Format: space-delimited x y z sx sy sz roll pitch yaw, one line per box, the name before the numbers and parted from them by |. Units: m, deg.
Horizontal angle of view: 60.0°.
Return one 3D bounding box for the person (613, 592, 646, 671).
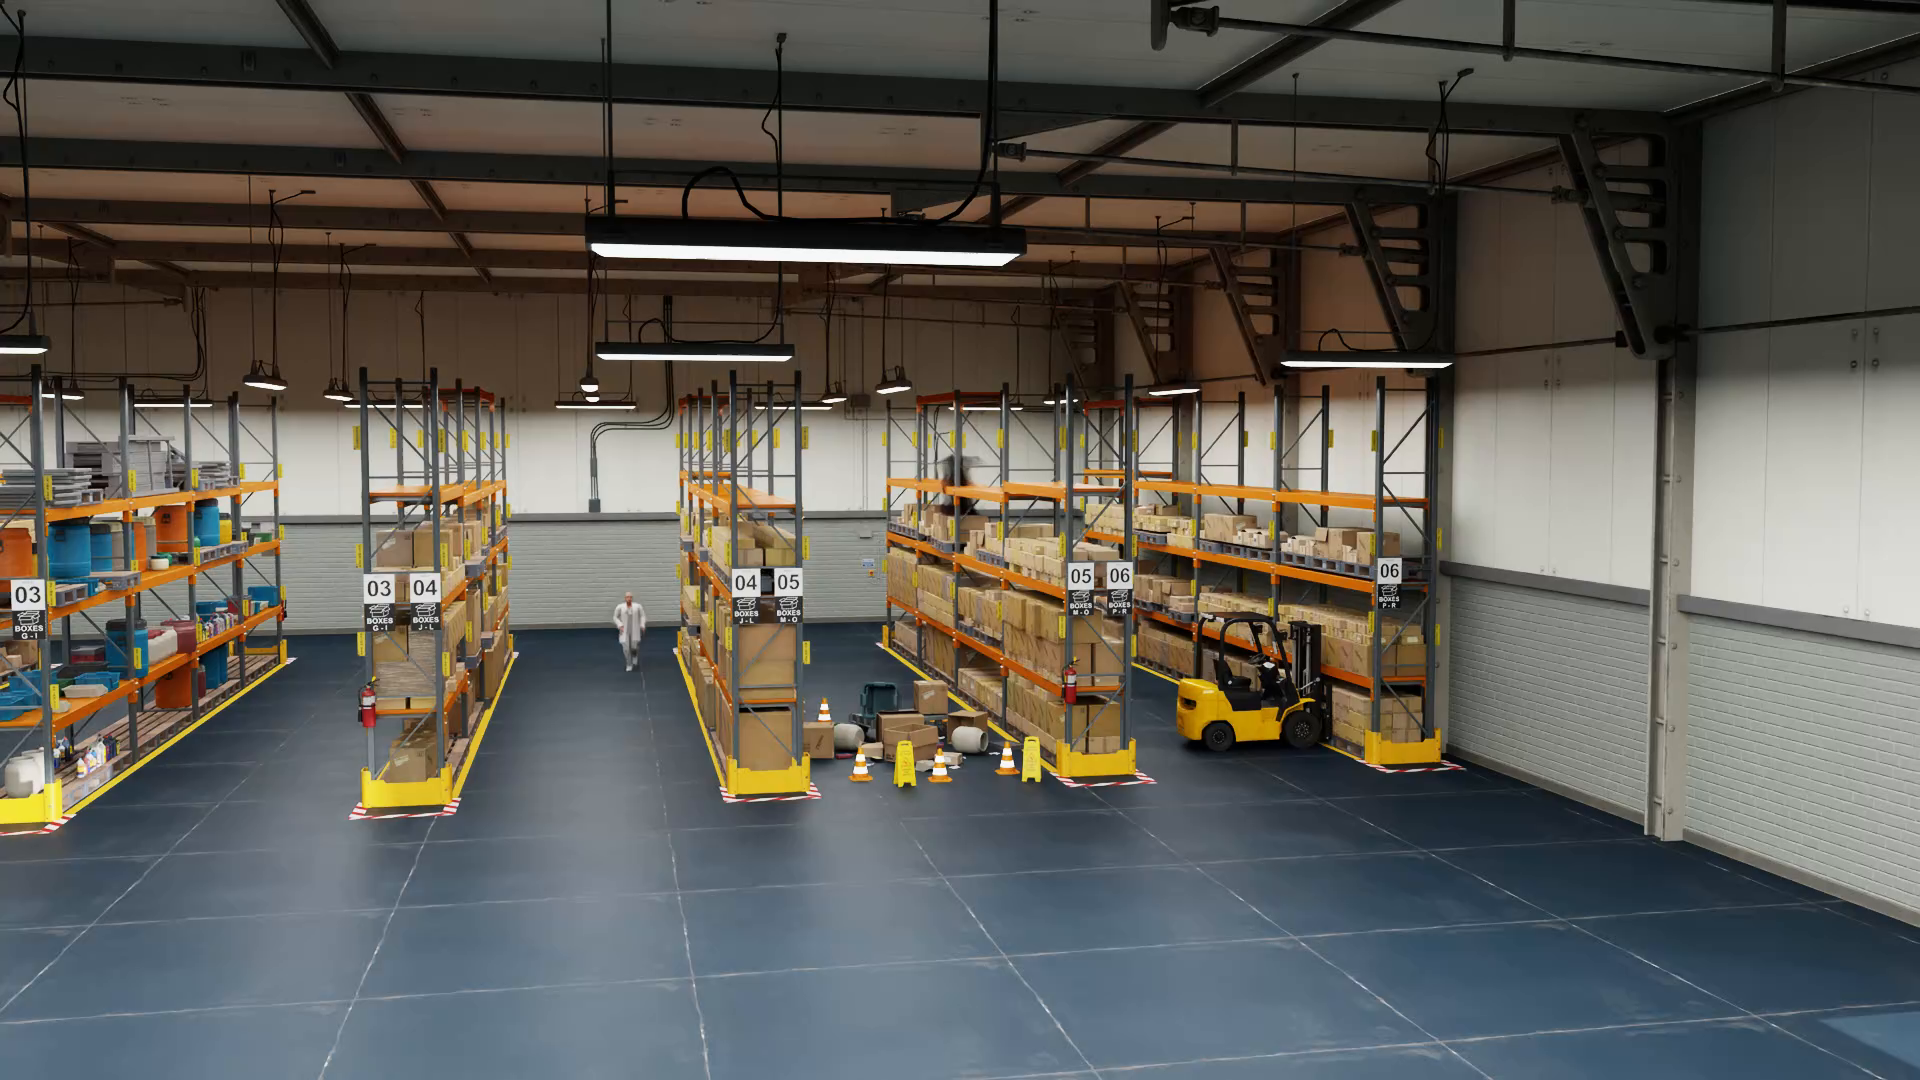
person | -7.192 1.992 36.185 0.690 1.724 0.678 -1 3 -9
